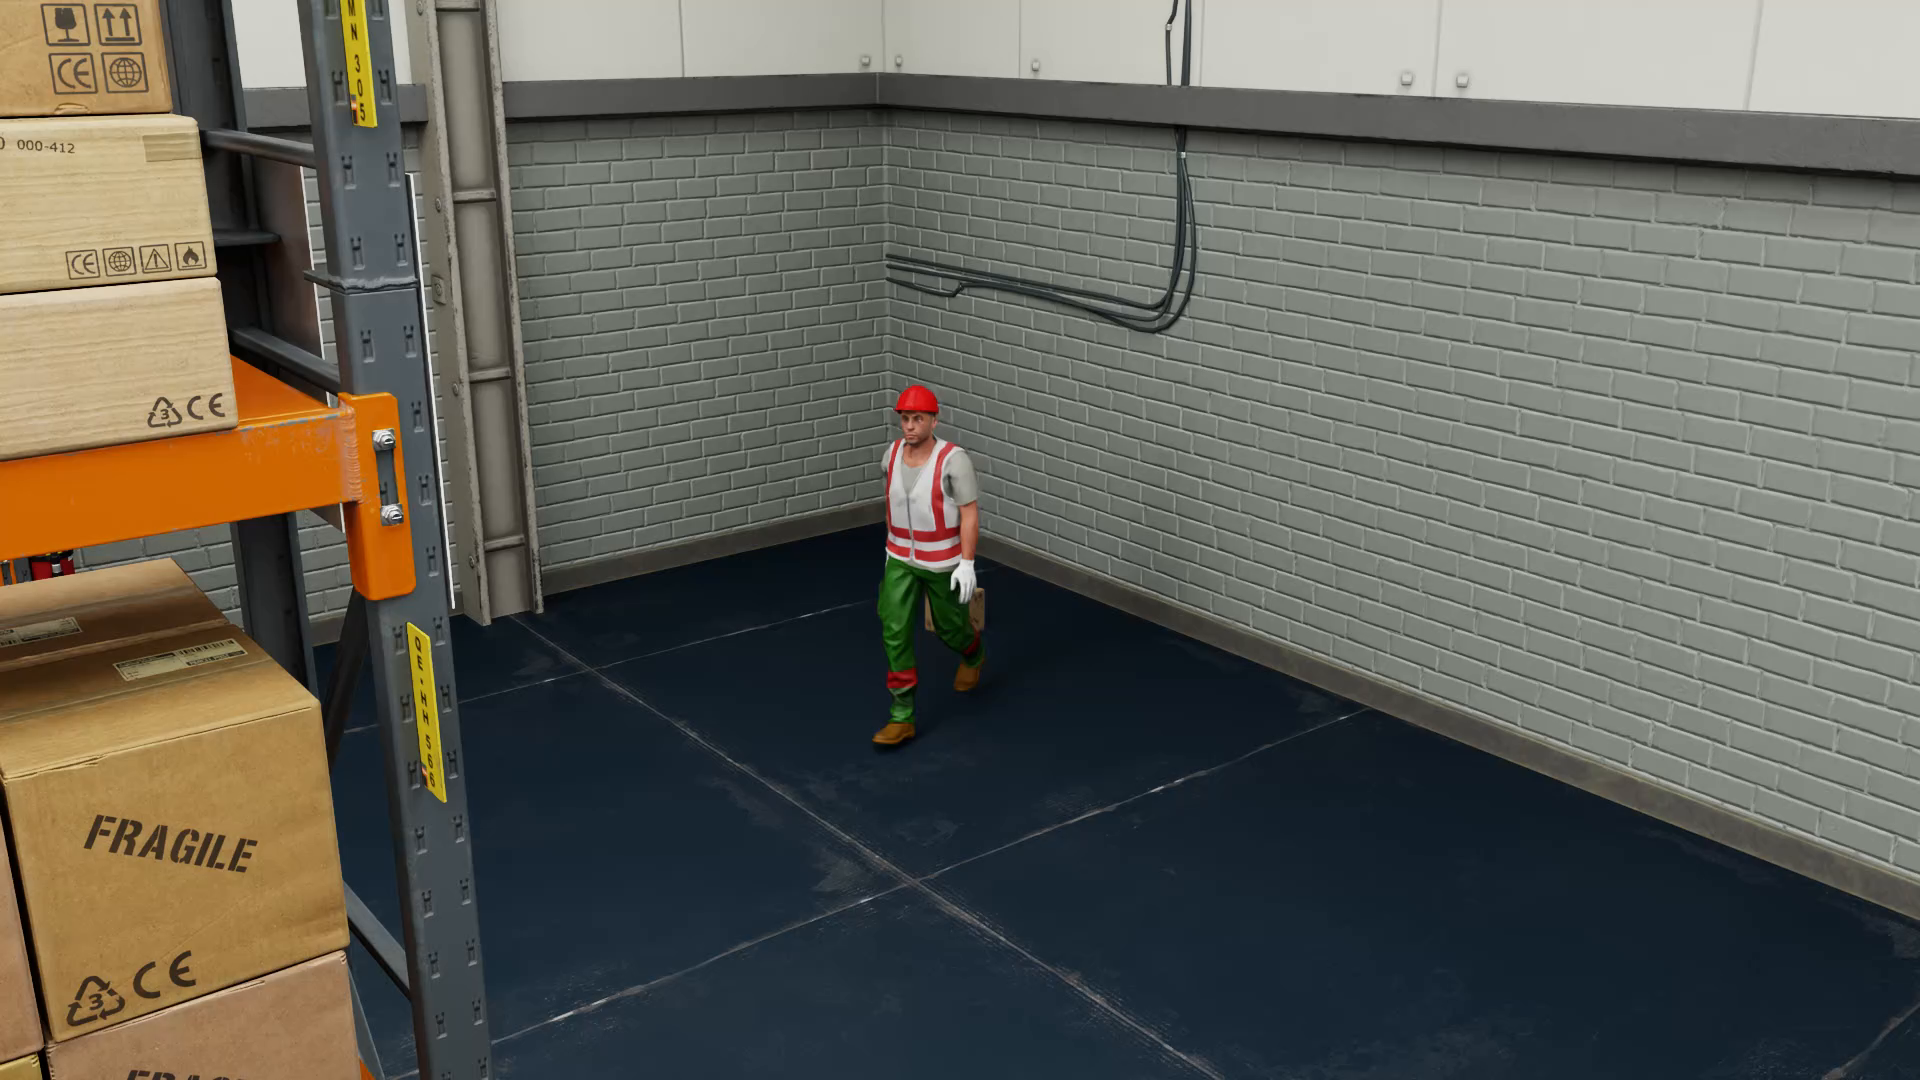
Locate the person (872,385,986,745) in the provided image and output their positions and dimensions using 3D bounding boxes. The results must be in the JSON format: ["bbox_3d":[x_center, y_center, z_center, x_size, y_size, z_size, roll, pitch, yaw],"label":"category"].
[{"bbox_3d":[-0.132,0.083,8.246,0.571,1.758,0.974,8,19,24],"label":"person"}]
